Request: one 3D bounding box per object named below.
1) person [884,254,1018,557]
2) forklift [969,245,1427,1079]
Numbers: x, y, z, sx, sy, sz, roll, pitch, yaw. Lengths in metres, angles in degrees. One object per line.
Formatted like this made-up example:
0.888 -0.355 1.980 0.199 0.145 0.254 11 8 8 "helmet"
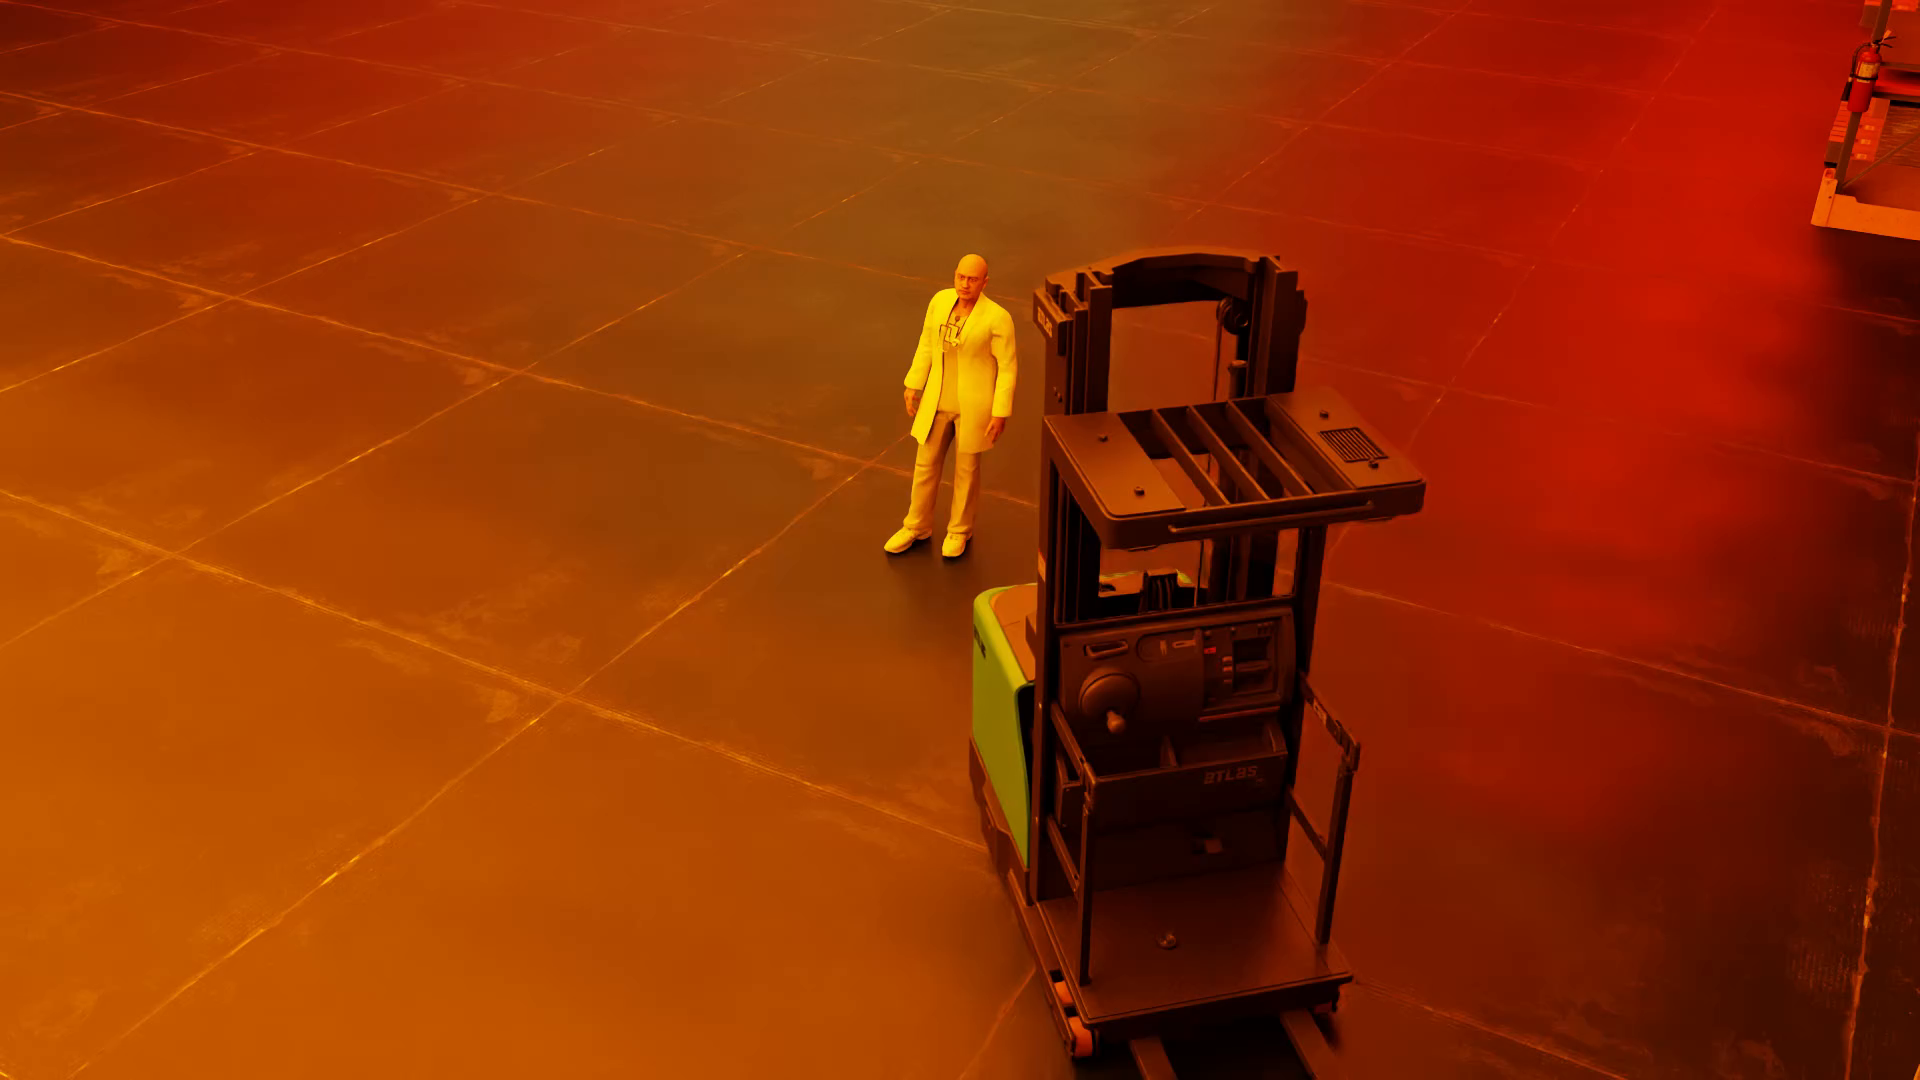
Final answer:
-0.048 -0.738 9.489 0.696 1.775 0.581 15 33 25 "person"
0.882 0.544 6.128 1.130 2.935 3.031 -7 31 -12 "forklift"
